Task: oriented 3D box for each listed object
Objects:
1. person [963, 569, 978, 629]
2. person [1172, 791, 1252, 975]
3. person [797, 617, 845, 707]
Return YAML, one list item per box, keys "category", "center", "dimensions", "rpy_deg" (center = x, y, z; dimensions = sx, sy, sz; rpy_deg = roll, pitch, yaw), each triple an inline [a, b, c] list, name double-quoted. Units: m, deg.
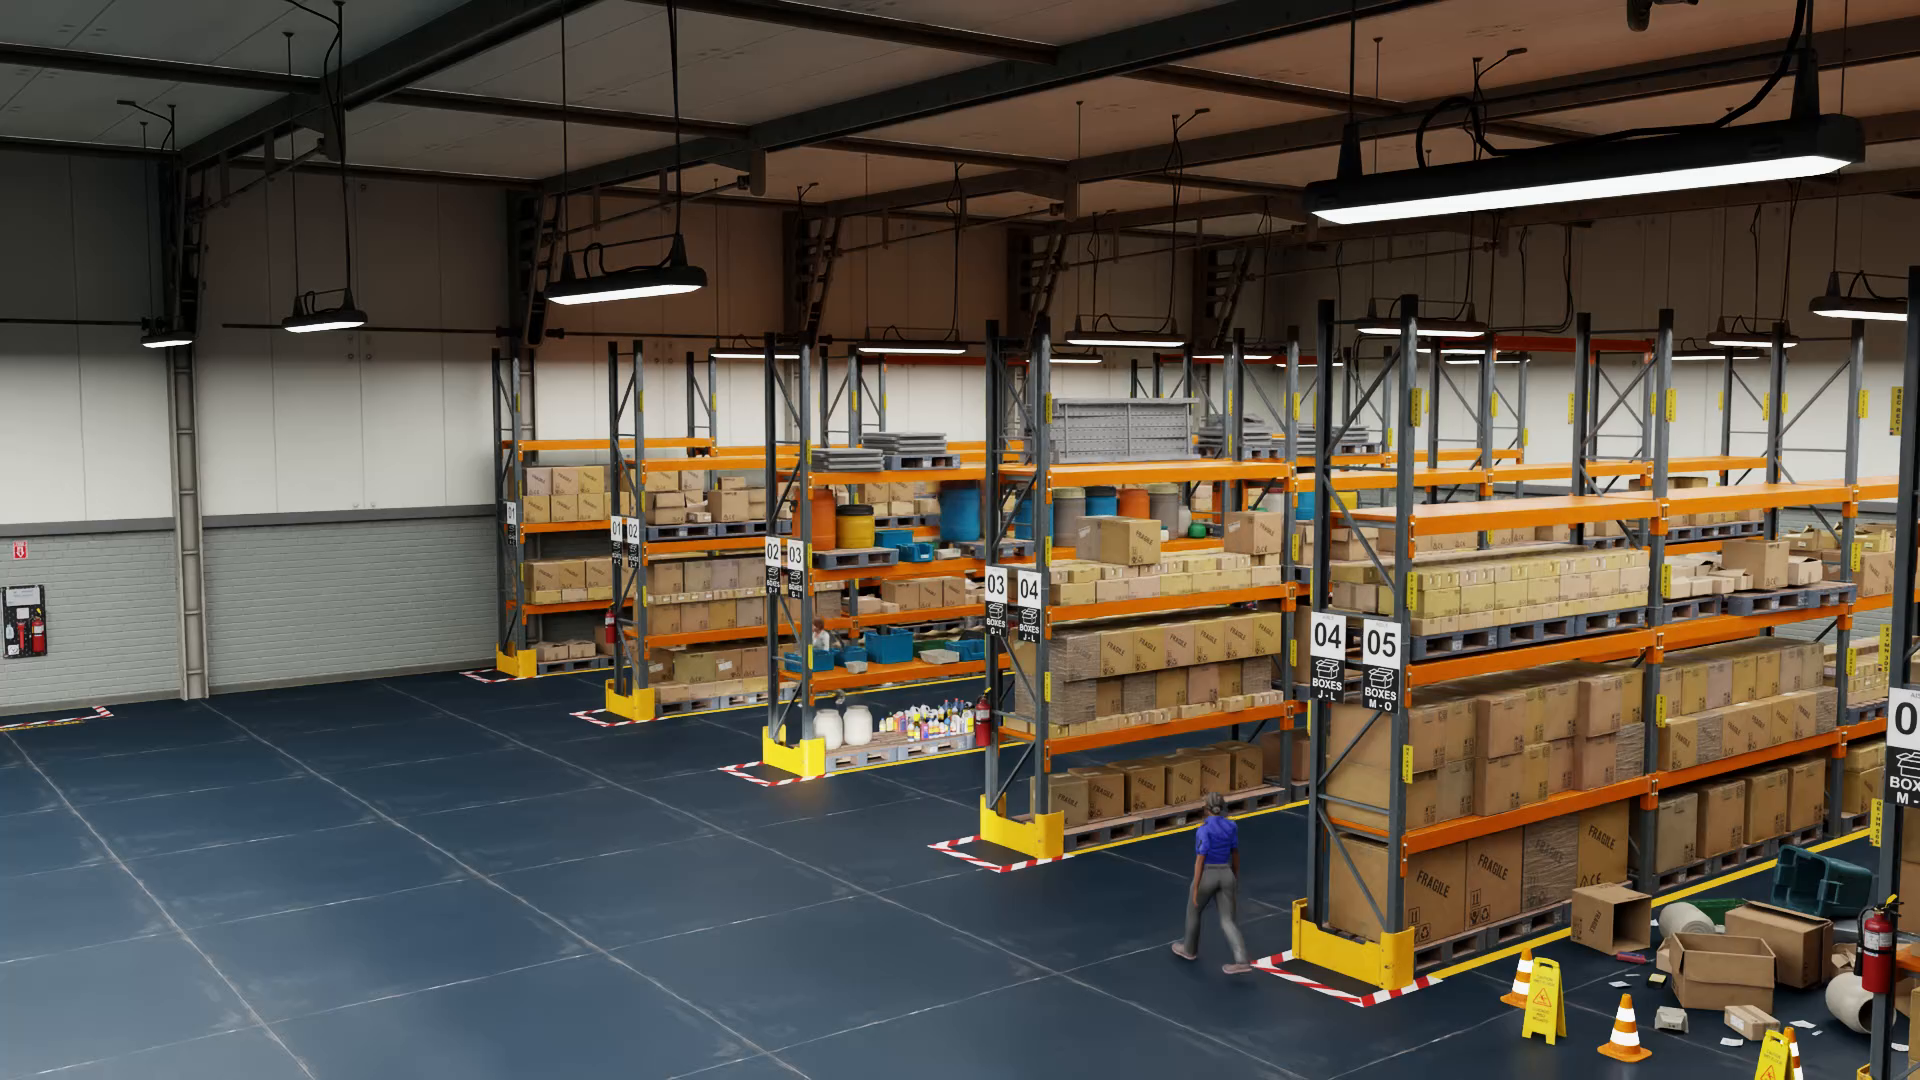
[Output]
- category: "person"
  center: [0.144, 1.388, 32.957]
  dimensions: [0.517, 1.785, 0.603]
  rpy_deg: [-1, 5, -14]
- category: "person"
  center: [2.277, 3.058, 14.920]
  dimensions: [0.536, 1.588, 1.006]
  rpy_deg: [-2, 5, -20]
- category: "person"
  center: [-2.174, 1.915, 26.083]
  dimensions: [0.425, 1.432, 1.020]
  rpy_deg: [3, 6, 31]
